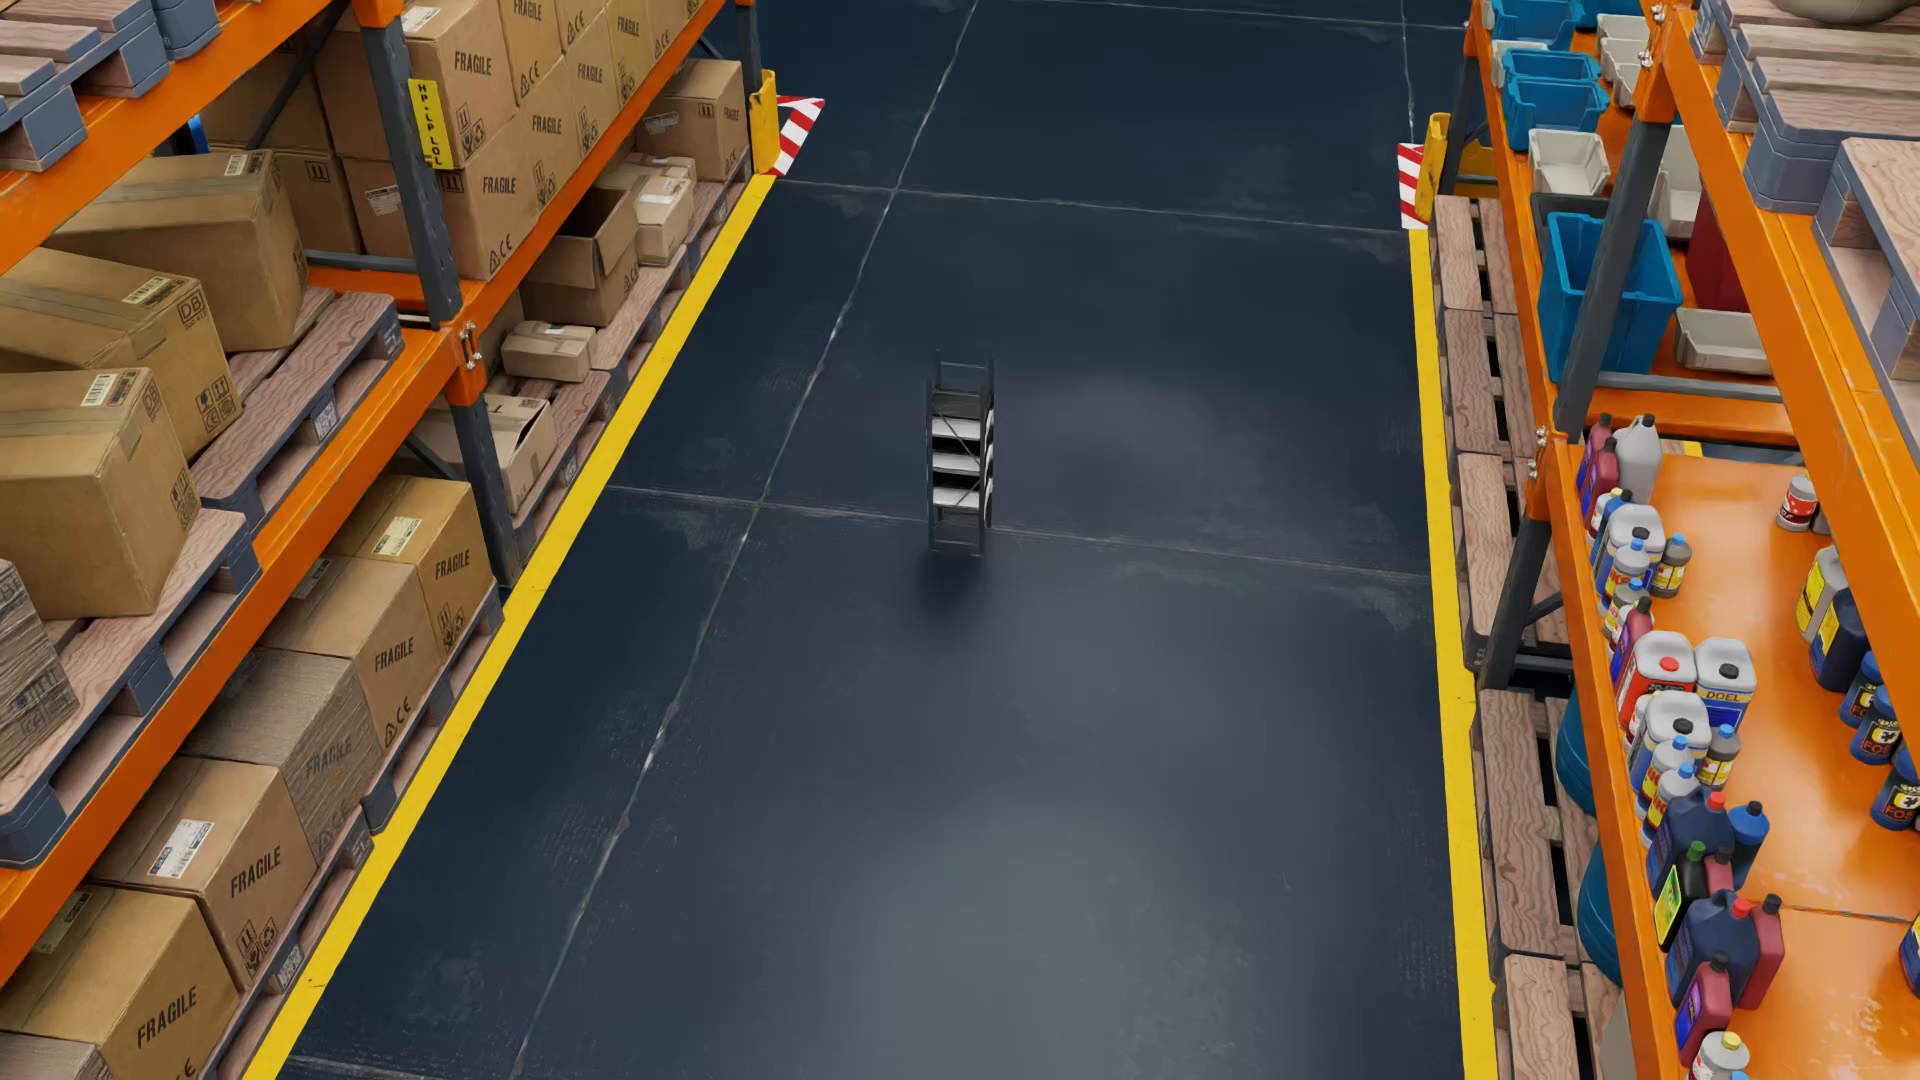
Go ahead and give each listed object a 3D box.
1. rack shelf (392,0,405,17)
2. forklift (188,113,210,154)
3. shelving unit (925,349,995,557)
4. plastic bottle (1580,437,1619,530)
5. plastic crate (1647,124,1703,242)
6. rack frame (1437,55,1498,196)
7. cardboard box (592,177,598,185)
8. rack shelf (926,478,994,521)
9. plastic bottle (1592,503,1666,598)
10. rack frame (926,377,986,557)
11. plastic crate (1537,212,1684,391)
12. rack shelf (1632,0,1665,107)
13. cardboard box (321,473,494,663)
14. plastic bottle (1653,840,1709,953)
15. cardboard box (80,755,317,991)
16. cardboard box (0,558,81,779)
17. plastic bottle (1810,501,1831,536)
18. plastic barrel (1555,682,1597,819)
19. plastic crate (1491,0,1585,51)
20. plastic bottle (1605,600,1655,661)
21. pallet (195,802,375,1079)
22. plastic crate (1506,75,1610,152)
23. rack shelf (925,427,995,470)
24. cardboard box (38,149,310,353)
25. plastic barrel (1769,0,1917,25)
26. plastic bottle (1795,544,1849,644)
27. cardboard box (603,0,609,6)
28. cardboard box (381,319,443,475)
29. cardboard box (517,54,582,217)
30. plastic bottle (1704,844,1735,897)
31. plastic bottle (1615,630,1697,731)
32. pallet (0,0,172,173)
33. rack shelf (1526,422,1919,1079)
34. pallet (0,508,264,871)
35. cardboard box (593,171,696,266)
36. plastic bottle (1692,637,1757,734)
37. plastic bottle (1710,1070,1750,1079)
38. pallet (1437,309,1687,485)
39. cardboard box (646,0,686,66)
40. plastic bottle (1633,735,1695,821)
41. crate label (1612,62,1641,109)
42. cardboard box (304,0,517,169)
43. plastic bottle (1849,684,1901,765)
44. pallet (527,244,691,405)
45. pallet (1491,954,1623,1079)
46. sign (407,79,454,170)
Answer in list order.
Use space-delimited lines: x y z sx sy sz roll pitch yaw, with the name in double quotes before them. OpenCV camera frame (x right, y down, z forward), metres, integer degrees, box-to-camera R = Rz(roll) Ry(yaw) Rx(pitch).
"rack shelf" -2.017 -3.171 6.942 1.077 0.370 4.000 6 40 8
"forklift" -5.022 -2.766 8.295 3.031 2.935 1.130 18 43 21
"shelving unit" 0.001 -0.352 6.969 0.258 0.900 0.210 6 40 8
"plastic bottle" 2.008 -0.177 5.202 0.061 0.283 0.133 6 40 8
"plastic crate" 2.960 -1.404 6.640 0.437 0.282 0.530 6 40 8
"rack frame" 3.207 -2.999 8.524 1.000 3.000 0.127 6 40 8
"cardboard box" -2.218 -1.720 8.789 0.500 0.250 0.500 6 40 8
"rack shelf" 0.001 -0.188 7.105 0.258 0.077 0.200 6 40 8
"plastic bottle" 1.996 0.037 4.948 0.152 0.276 0.135 6 40 8
"rack frame" -0.016 -0.288 6.892 0.240 0.900 0.006 6 40 8
"plastic crate" 2.260 -0.836 5.873 0.392 0.384 0.575 6 40 8
"rack shelf" 2.861 -2.623 6.279 1.077 0.370 4.000 6 40 8
"cardboard box" -2.166 0.098 6.394 0.500 0.500 0.500 6 40 7
"plastic bottle" 1.725 0.848 3.961 0.061 0.283 0.133 6 40 8
"cardboard box" -2.433 1.041 5.253 0.500 0.500 0.500 5 40 6
"cardboard box" -2.711 0.312 4.111 0.700 0.500 0.500 14 42 16
"plastic bottle" 2.765 -0.158 5.184 0.152 0.276 0.135 6 40 8
"plastic barrel" 2.404 0.498 5.611 0.600 0.901 0.708 6 40 8
"plastic crate" 2.726 -2.426 7.915 0.416 0.233 0.300 6 40 8
"plastic bottle" 1.915 0.258 4.740 0.097 0.201 0.097 0 40 0
"pallet" -2.676 1.320 5.488 1.003 0.211 1.213 6 40 8
"plastic crate" 2.560 -1.825 7.187 0.416 0.233 0.300 6 40 8
"rack shelf" 0.001 -0.396 6.933 0.258 0.077 0.200 6 40 8
"cardboard box" -2.666 -0.965 5.655 0.700 0.500 0.500 -6 40 -7
"plastic barrel" 2.177 -1.556 3.988 0.433 0.535 0.433 0 40 0
"plastic bottle" 2.536 0.127 4.781 0.144 0.351 0.185 6 40 8
"cardboard box" -1.738 -2.697 7.294 0.500 0.500 0.500 8 40 9
"cardboard box" -2.544 -0.632 7.277 0.500 0.500 0.500 6 40 8
"cardboard box" -1.921 -1.687 6.858 0.500 0.500 0.500 7 40 8
"plastic bottle" 1.785 0.855 3.953 0.061 0.283 0.133 6 40 8
"plastic bottle" 1.899 0.389 4.523 0.152 0.276 0.135 6 40 8
"pallet" -2.722 -1.068 3.981 1.213 0.211 1.003 6 40 8
"rack shelf" 2.169 1.044 4.198 1.077 0.370 4.000 6 40 8
"pallet" -2.724 0.326 4.652 1.003 0.211 1.213 6 40 8
"cardboard box" -1.717 -1.696 8.760 0.500 0.250 0.500 6 40 8
"plastic bottle" 2.049 0.405 4.503 0.152 0.276 0.135 6 40 8
"plastic bottle" 1.651 1.215 3.582 0.097 0.201 0.097 0 40 0
"pallet" 2.813 -0.648 7.868 1.003 0.211 1.213 6 40 8
"cardboard box" -1.659 -2.637 8.007 0.500 0.500 0.500 7 40 8
"plastic bottle" 1.812 0.606 4.264 0.097 0.271 0.097 0 40 0
"crate label" 3.156 -2.031 7.513 0.396 0.136 0.243 6 40 8
"cardboard box" -2.005 -1.726 6.120 0.500 0.500 0.500 7 40 9
"plastic bottle" 2.465 0.472 4.426 0.097 0.271 0.097 0 40 0
"pallet" -2.035 -1.161 8.489 1.003 0.211 1.213 6 40 8
"pallet" 2.131 1.833 4.867 1.003 0.211 1.213 6 40 8
"sign" -1.816 -1.425 5.710 0.100 0.325 0.005 6 40 8
